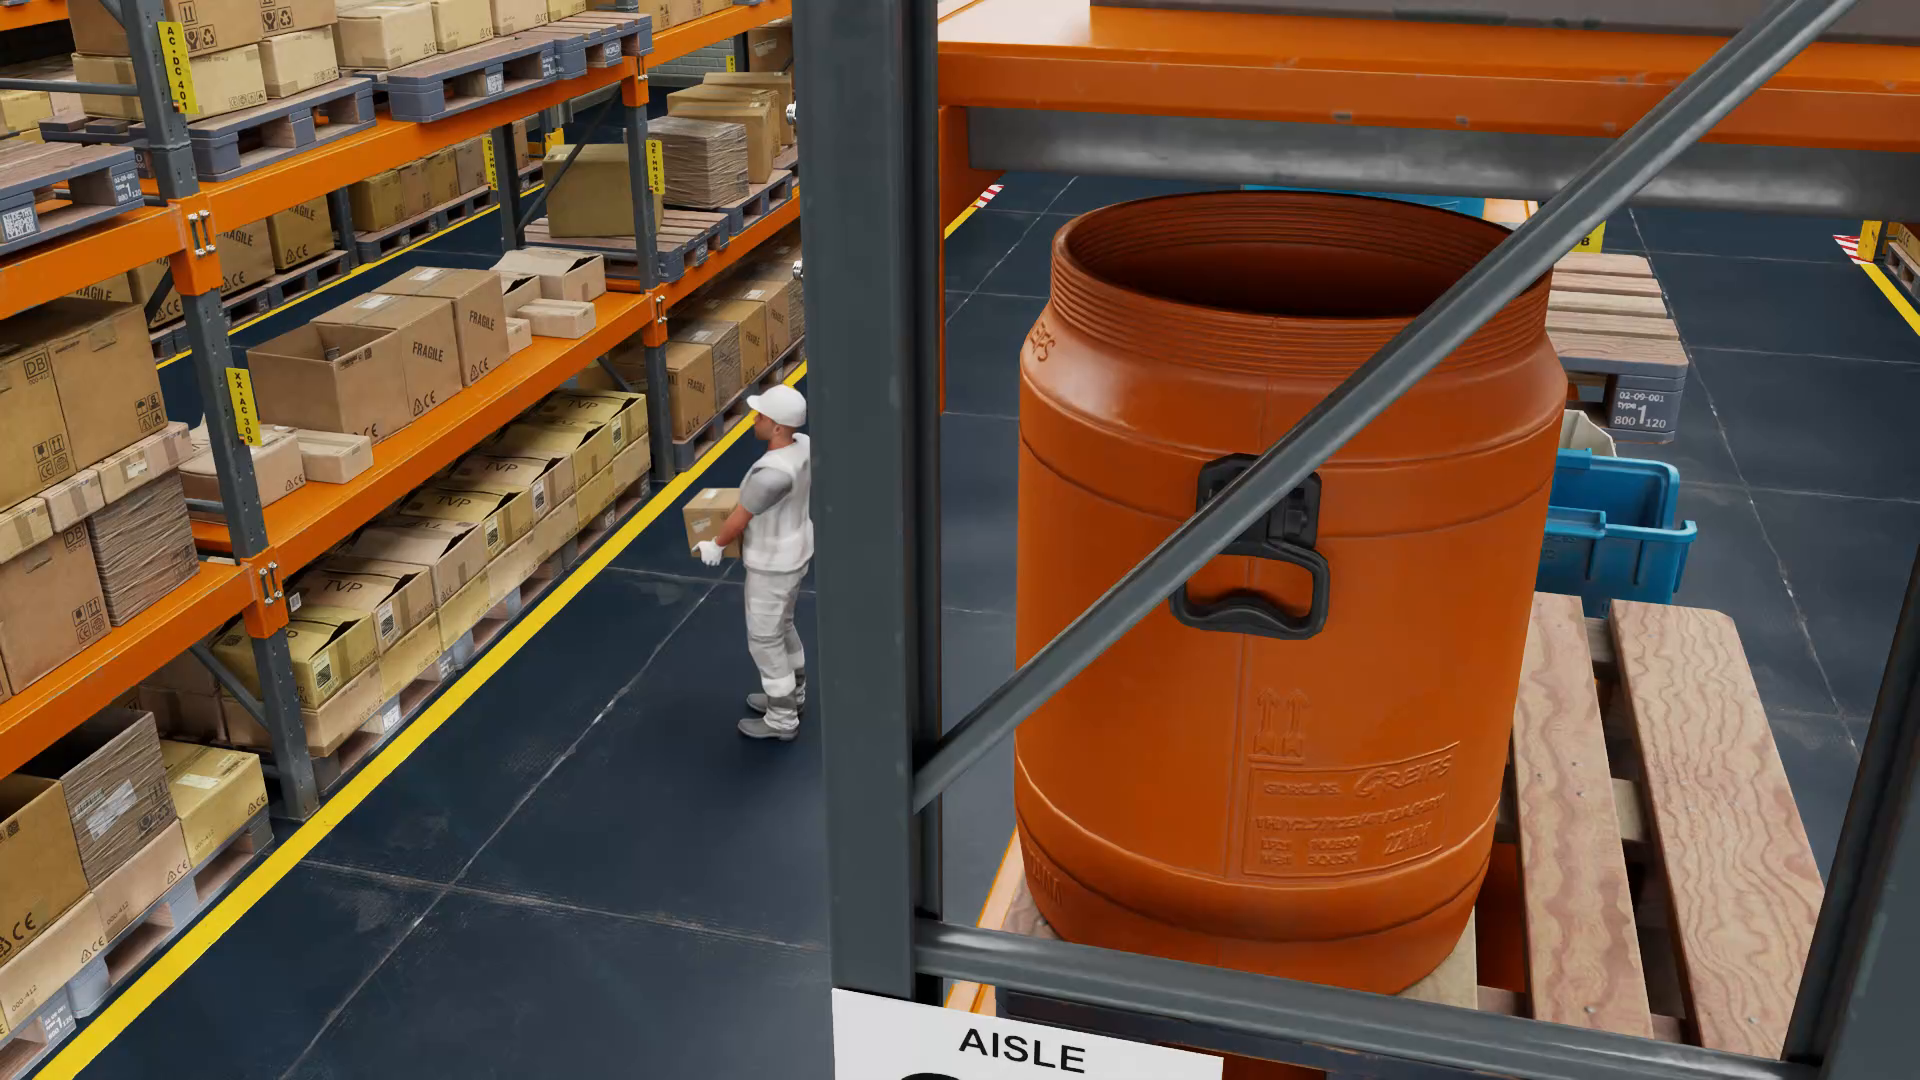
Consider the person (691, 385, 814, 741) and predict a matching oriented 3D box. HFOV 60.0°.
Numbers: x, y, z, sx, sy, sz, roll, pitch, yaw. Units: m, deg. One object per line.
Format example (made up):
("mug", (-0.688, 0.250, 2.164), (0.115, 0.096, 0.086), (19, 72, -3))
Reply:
("person", (-0.960, 0.095, 7.884), (0.560, 1.782, 0.493), (7, 26, 14))
